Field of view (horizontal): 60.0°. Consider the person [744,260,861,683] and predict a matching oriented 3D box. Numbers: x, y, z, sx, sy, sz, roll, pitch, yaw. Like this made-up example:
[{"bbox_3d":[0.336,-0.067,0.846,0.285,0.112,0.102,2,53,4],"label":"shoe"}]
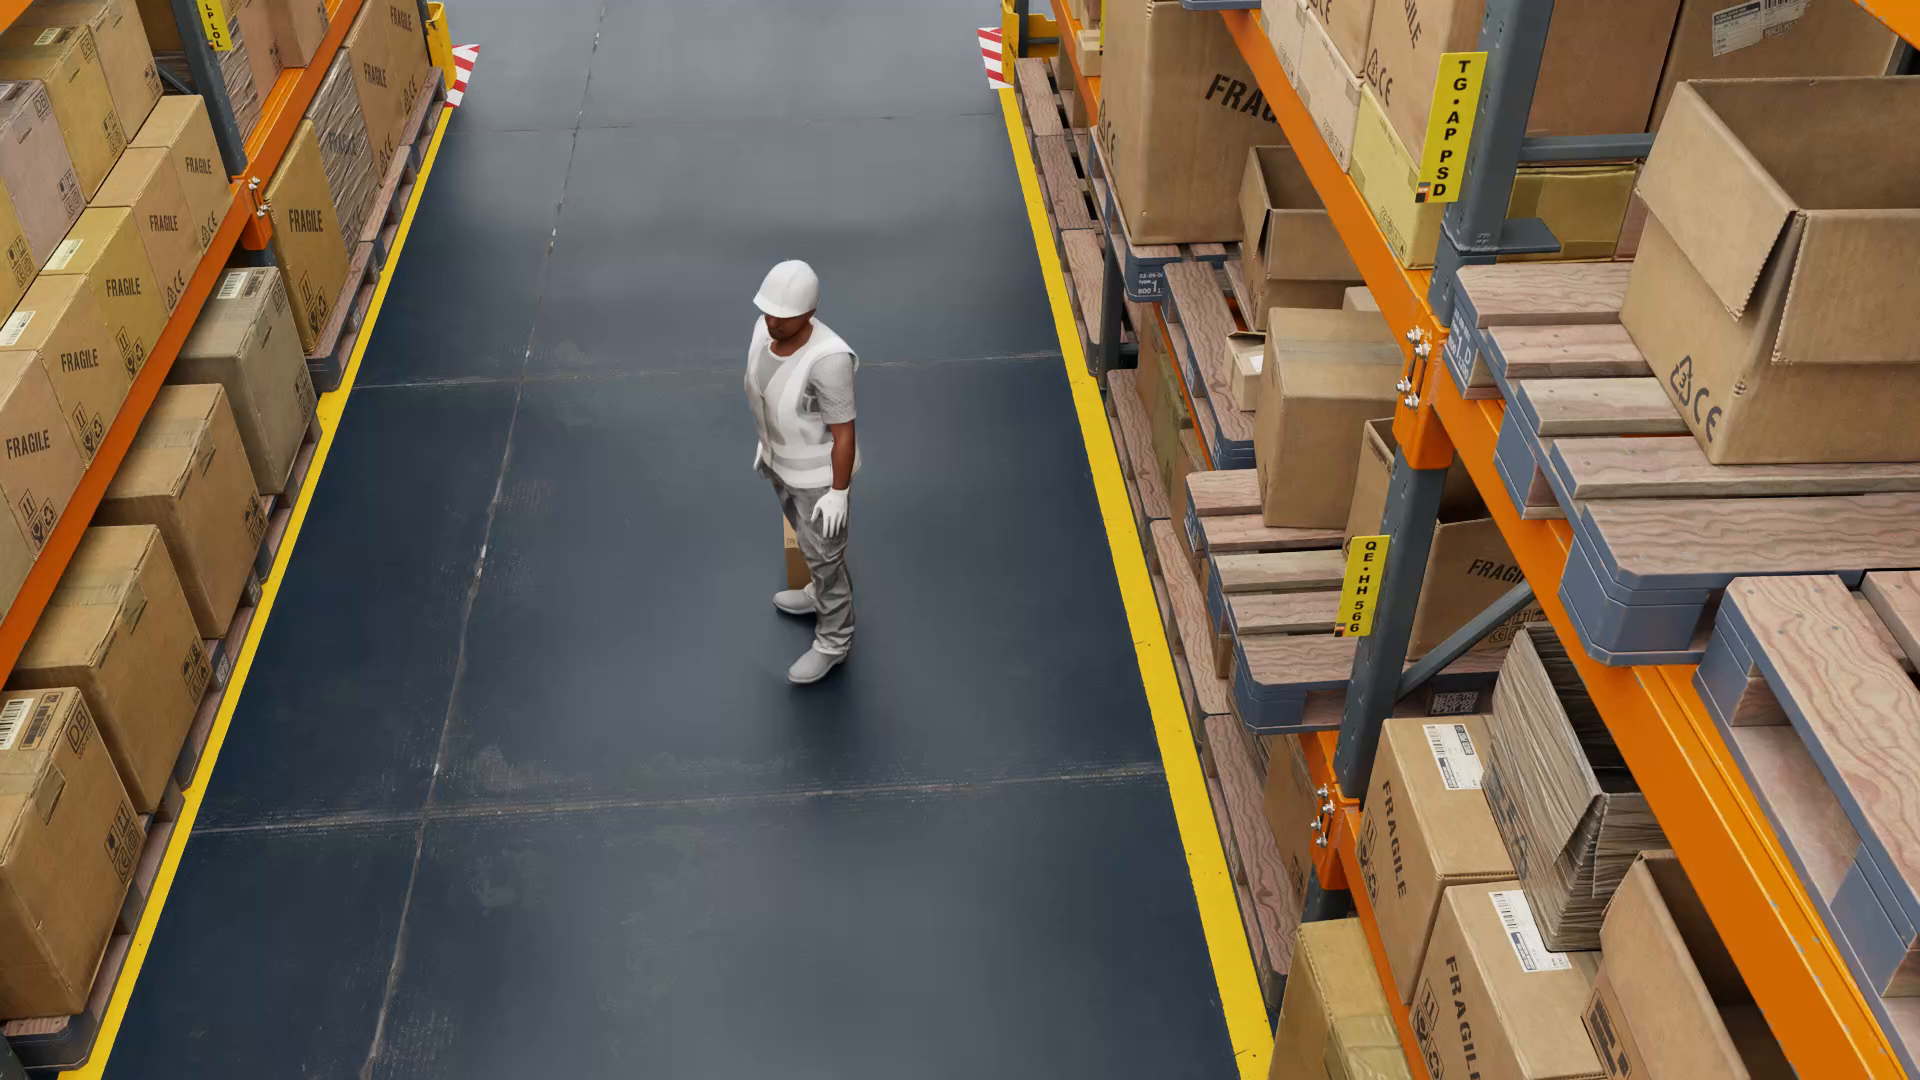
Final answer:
[{"bbox_3d":[-0.610,-0.278,6.437,0.460,1.784,0.616,-22,44,-25],"label":"person"}]
